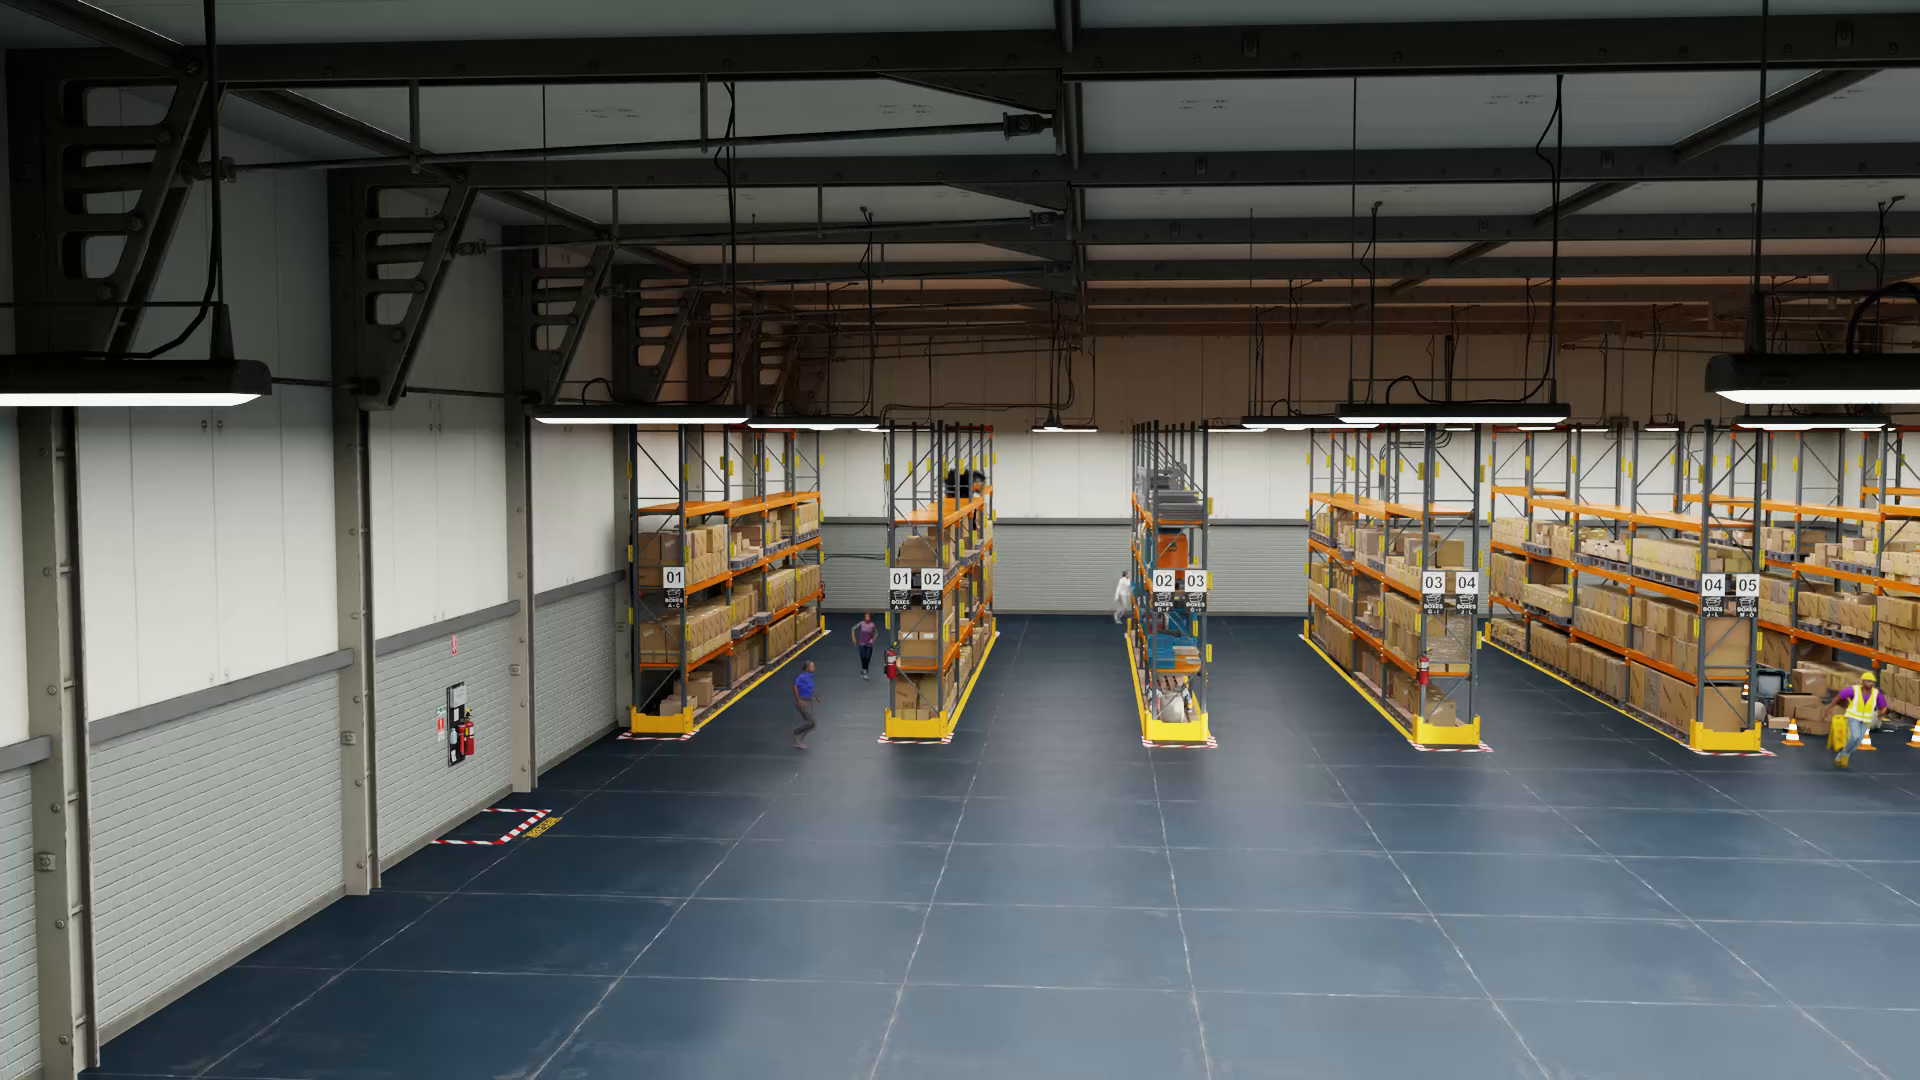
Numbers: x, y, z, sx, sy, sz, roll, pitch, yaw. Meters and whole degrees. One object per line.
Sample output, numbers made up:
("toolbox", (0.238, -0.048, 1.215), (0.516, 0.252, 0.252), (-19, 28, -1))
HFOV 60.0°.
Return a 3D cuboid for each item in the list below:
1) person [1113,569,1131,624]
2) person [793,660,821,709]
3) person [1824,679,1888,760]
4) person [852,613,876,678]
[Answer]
("person", (4.925, 1.714, 50.428), (0.493, 1.663, 0.507), (3, 5, 39))
("person", (-2.760, 2.631, 30.297), (0.348, 0.862, 0.647), (1, 4, 21))
("person", (15.408, 3.079, 28.488), (0.871, 1.563, 0.716), (0, 4, -1))
("person", (-2.234, 2.476, 38.984), (0.577, 1.542, 0.599), (0, 4, -6))
